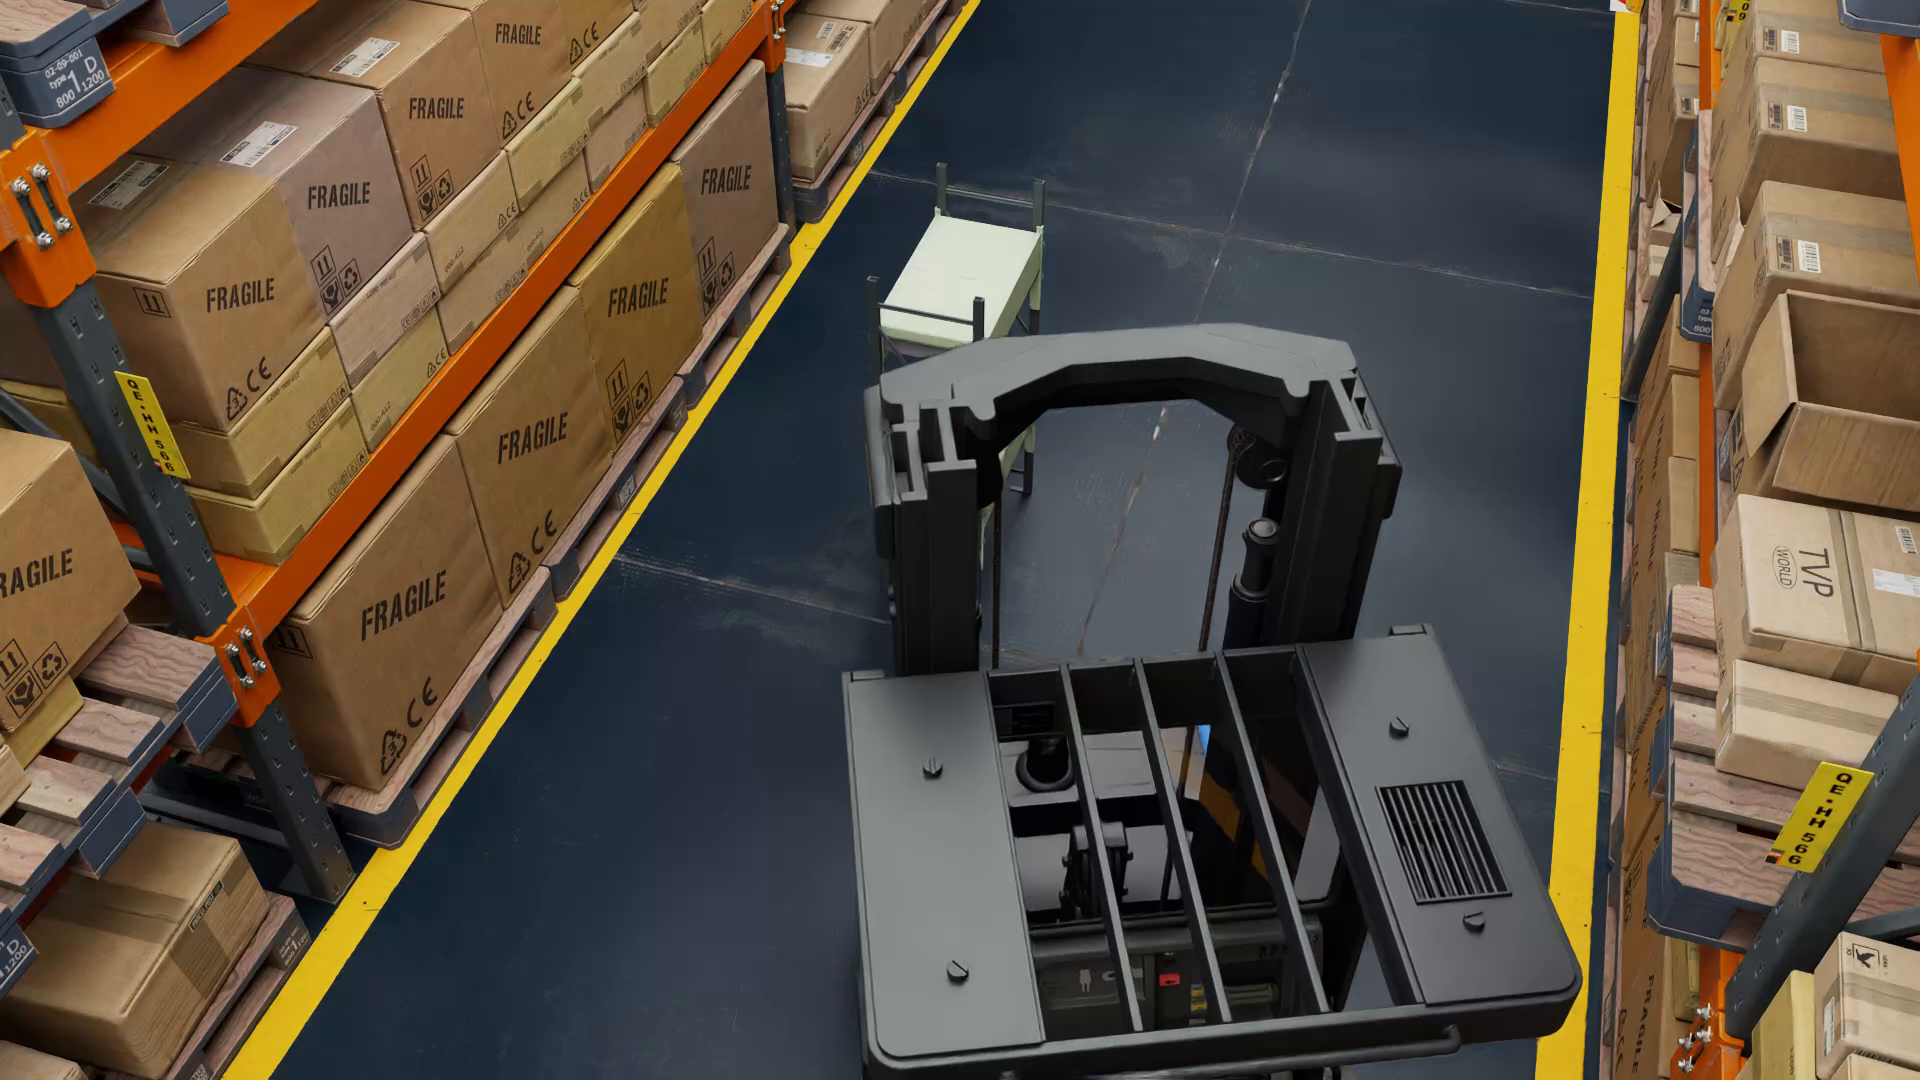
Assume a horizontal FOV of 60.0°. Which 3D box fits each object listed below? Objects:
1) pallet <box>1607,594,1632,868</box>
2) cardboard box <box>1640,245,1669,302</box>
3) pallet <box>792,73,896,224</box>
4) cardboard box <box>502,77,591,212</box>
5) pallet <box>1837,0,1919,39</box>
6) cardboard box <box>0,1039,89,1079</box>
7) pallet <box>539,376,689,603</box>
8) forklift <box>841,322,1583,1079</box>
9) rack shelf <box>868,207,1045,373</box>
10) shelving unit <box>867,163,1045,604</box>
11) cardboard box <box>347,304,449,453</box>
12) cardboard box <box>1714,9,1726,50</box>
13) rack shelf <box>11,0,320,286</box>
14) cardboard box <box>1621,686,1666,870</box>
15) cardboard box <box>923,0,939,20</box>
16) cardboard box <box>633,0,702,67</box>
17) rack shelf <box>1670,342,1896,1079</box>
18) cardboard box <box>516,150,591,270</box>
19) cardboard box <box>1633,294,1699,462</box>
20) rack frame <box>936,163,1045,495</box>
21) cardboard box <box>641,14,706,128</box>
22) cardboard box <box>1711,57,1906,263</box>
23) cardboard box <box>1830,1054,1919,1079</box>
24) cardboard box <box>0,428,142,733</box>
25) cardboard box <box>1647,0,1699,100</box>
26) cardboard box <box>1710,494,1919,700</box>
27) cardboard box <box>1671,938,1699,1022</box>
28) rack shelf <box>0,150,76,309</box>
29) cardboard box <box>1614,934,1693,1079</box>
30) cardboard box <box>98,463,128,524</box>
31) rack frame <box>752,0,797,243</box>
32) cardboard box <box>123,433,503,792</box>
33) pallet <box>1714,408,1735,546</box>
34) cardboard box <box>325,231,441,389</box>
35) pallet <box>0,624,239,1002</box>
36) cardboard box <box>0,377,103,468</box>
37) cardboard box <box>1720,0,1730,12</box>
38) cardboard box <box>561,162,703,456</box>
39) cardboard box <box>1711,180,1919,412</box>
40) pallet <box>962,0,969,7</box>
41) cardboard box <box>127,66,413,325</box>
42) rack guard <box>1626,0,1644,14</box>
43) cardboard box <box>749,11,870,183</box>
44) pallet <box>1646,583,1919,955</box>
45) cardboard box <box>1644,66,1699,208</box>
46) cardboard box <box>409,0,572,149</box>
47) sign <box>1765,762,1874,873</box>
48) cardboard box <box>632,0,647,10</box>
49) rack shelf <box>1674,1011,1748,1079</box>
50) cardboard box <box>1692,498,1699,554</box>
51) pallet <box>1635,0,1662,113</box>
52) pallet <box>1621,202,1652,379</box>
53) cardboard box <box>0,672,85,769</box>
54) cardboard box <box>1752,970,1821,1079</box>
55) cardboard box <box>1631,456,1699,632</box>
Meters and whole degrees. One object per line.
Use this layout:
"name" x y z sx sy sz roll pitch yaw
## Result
"pallet" 2.843 0.741 5.842 1.003 0.211 1.213 13 46 13
"cardboard box" 3.310 -1.187 7.556 0.380 0.149 0.250 11 45 11
"pallet" -1.006 -2.164 8.811 1.003 0.211 1.213 13 46 13
"cardboard box" -1.646 -1.424 5.811 0.500 0.250 0.500 13 46 13
"pallet" 2.846 -1.515 4.143 1.213 0.211 1.003 13 46 13
"cardboard box" -2.918 1.653 4.495 0.950 0.372 0.625 12 46 12
"pallet" -1.840 -0.328 6.934 1.003 0.211 1.213 13 46 13
"forklift" 0.359 1.139 3.490 1.130 2.935 3.031 -4 45 -5
"rack shelf" -0.002 -0.811 5.948 0.431 0.370 0.720 13 46 12
"shelving unit" -0.002 -0.532 6.221 0.431 1.500 0.755 13 46 12
"cardboard box" -1.995 -0.570 5.295 0.500 0.250 0.500 11 46 11
"cardboard box" 3.391 -2.155 6.987 0.380 0.149 0.250 14 46 14
"rack shelf" -1.916 -2.153 5.175 1.077 0.370 4.000 13 46 13
"cardboard box" 2.451 0.779 5.296 0.500 0.500 0.500 14 46 14
"cardboard box" -0.473 -3.498 9.712 0.875 0.438 0.875 14 46 14
"cardboard box" -1.356 -2.116 6.517 0.500 0.250 0.500 14 46 13
"rack shelf" 2.816 -0.032 5.152 1.077 0.370 4.000 13 46 13
"cardboard box" -1.685 -1.248 5.988 0.500 0.250 0.500 13 46 13
"cardboard box" 3.060 -0.604 6.709 0.500 0.500 0.500 14 46 14
"rack frame" 0.109 -0.776 6.470 0.400 1.500 0.023 13 46 12
"cardboard box" -1.361 -1.926 6.680 0.500 0.250 0.500 12 46 12
"cardboard box" 2.905 -1.187 5.447 0.700 0.500 0.500 13 46 13
"cardboard box" 1.753 1.105 2.941 0.380 0.149 0.250 13 46 13
"cardboard box" -2.394 0.065 3.954 0.500 0.500 0.500 11 46 11
"cardboard box" 4.061 -2.596 8.745 0.700 0.500 0.500 14 46 14
"cardboard box" 2.221 0.176 4.232 0.500 0.250 0.500 11 45 11
"cardboard box" 2.118 1.173 4.430 0.380 0.149 0.250 10 45 11
"rack shelf" -3.127 0.514 2.450 1.077 0.370 4.000 13 46 13
"cardboard box" 2.133 1.460 4.600 0.500 0.500 0.500 14 46 14
"cardboard box" -2.616 -0.343 5.063 0.500 0.250 0.500 11 45 11
"rack frame" -1.310 -2.671 7.335 1.000 3.000 0.127 13 46 13
"cardboard box" -2.233 0.162 5.659 0.875 0.875 0.875 12 46 12
"pallet" 2.795 -0.184 4.931 1.003 0.211 1.213 13 46 13
"cardboard box" -1.975 -0.759 5.131 0.500 0.250 0.500 14 46 13
"pallet" -2.636 0.562 4.169 1.213 0.211 1.003 13 46 13
"cardboard box" -2.617 -0.506 4.872 0.500 0.250 0.500 12 46 12
"cardboard box" 3.481 -2.403 6.955 0.500 0.250 0.500 13 46 13
"cardboard box" -1.688 -1.027 6.874 0.875 0.875 0.875 14 46 14
"cardboard box" 2.667 -0.664 4.912 0.700 0.500 0.500 12 46 12
"pallet" -0.267 -3.791 10.473 1.003 0.211 1.213 13 46 13
"cardboard box" -1.998 -1.007 4.848 0.500 0.500 0.500 13 46 13
"rack guard" 4.610 -3.344 9.810 1.175 0.500 0.348 13 46 13
"cardboard box" -1.018 -2.301 8.488 0.875 0.438 0.875 12 46 12
"pallet" 2.348 0.646 4.082 1.213 0.211 1.003 13 46 13
"cardboard box" 3.747 -1.904 8.038 0.700 0.500 0.500 11 45 11
"cardboard box" -1.671 -1.684 5.540 0.500 0.500 0.500 13 46 13
"sign" 1.690 0.550 3.272 0.100 0.325 0.005 13 46 13
"cardboard box" -1.356 -2.366 6.237 0.500 0.500 0.500 13 46 13
"rack shelf" 1.604 2.635 2.427 1.077 0.370 4.000 13 46 13
"cardboard box" 2.723 -0.044 5.674 0.380 0.149 0.250 14 46 14
"pallet" 4.369 -2.709 9.368 1.003 0.211 1.213 13 46 13
"pallet" 3.630 -1.083 7.706 1.003 0.211 1.213 13 46 13
"cardboard box" -2.409 0.398 4.078 0.380 0.149 0.250 13 46 13
"cardboard box" 1.819 1.158 3.172 0.500 0.250 0.500 12 46 12
"cardboard box" 2.753 0.085 6.006 0.500 0.500 0.500 11 45 11
